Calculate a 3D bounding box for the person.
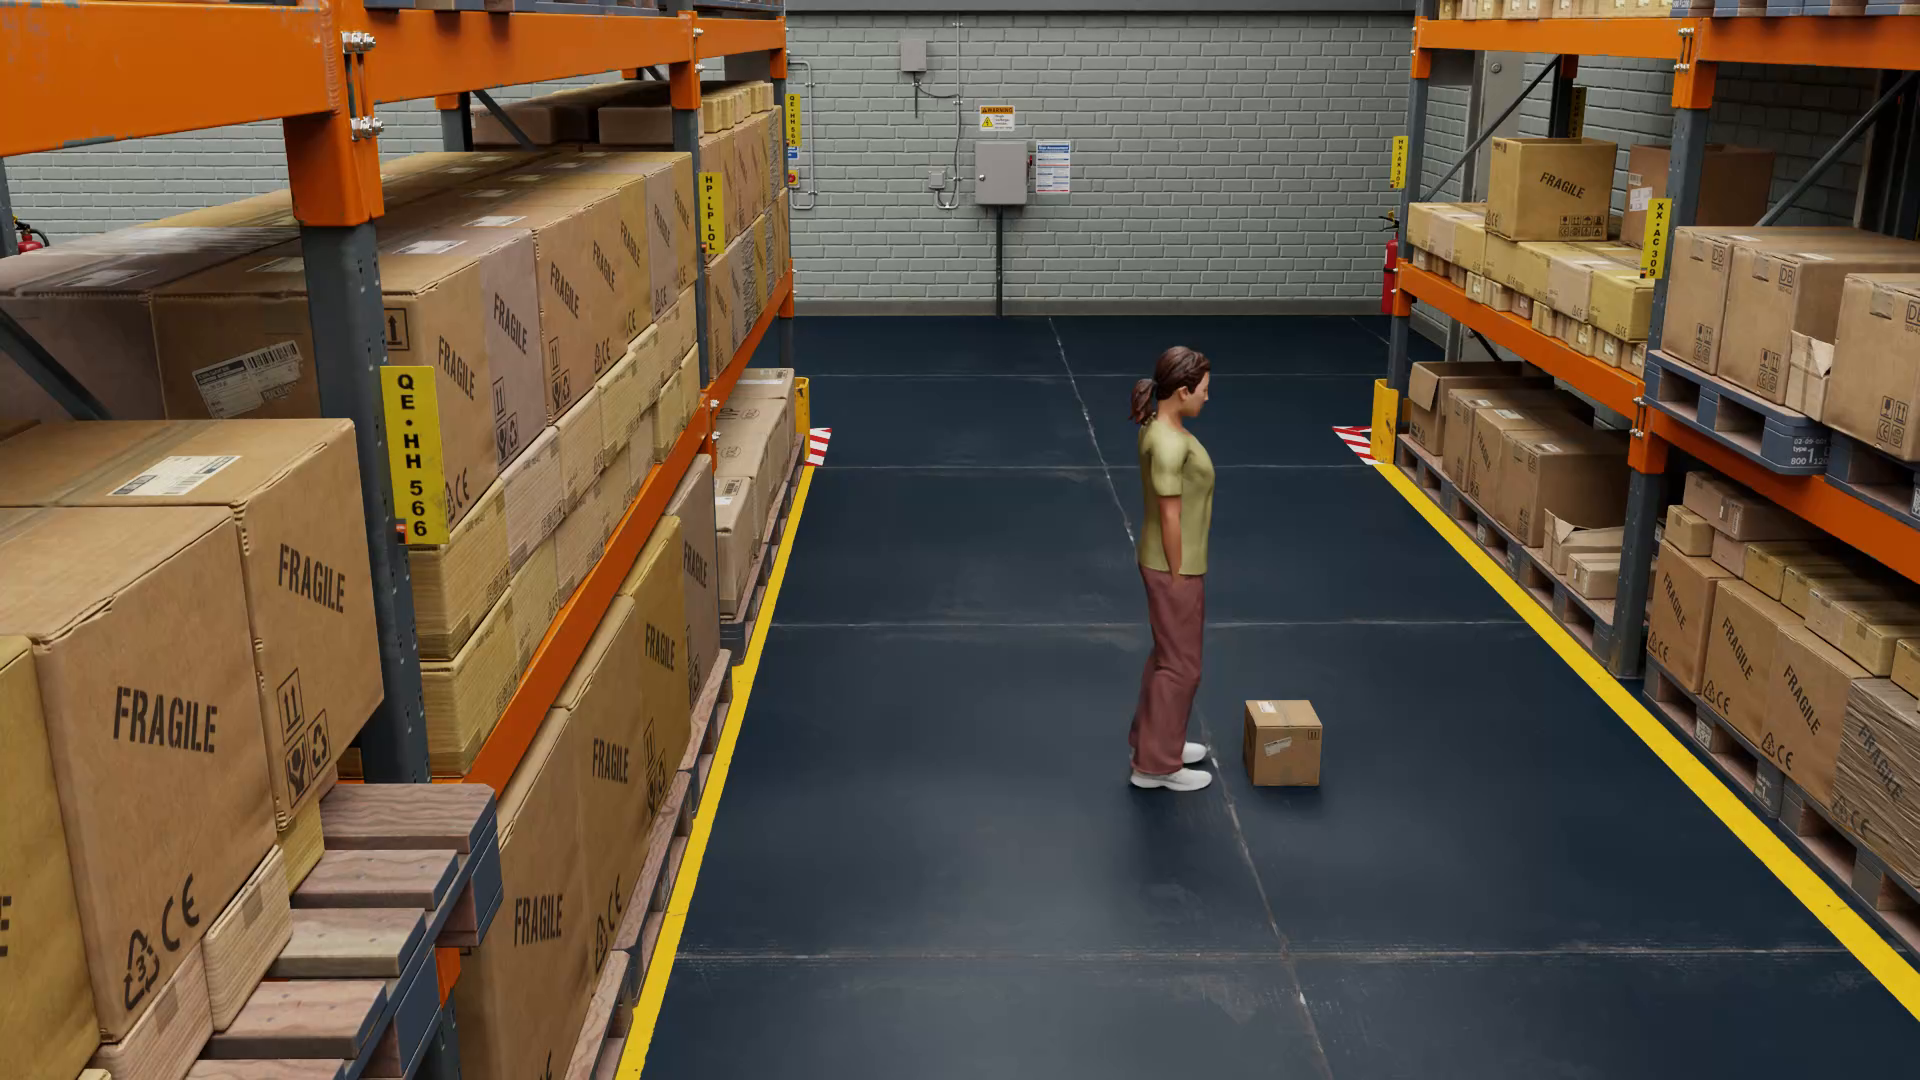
[{"bbox_3d":[0.786,0.102,6.234,0.369,1.673,0.445,0,17,0],"label":"person"}]
